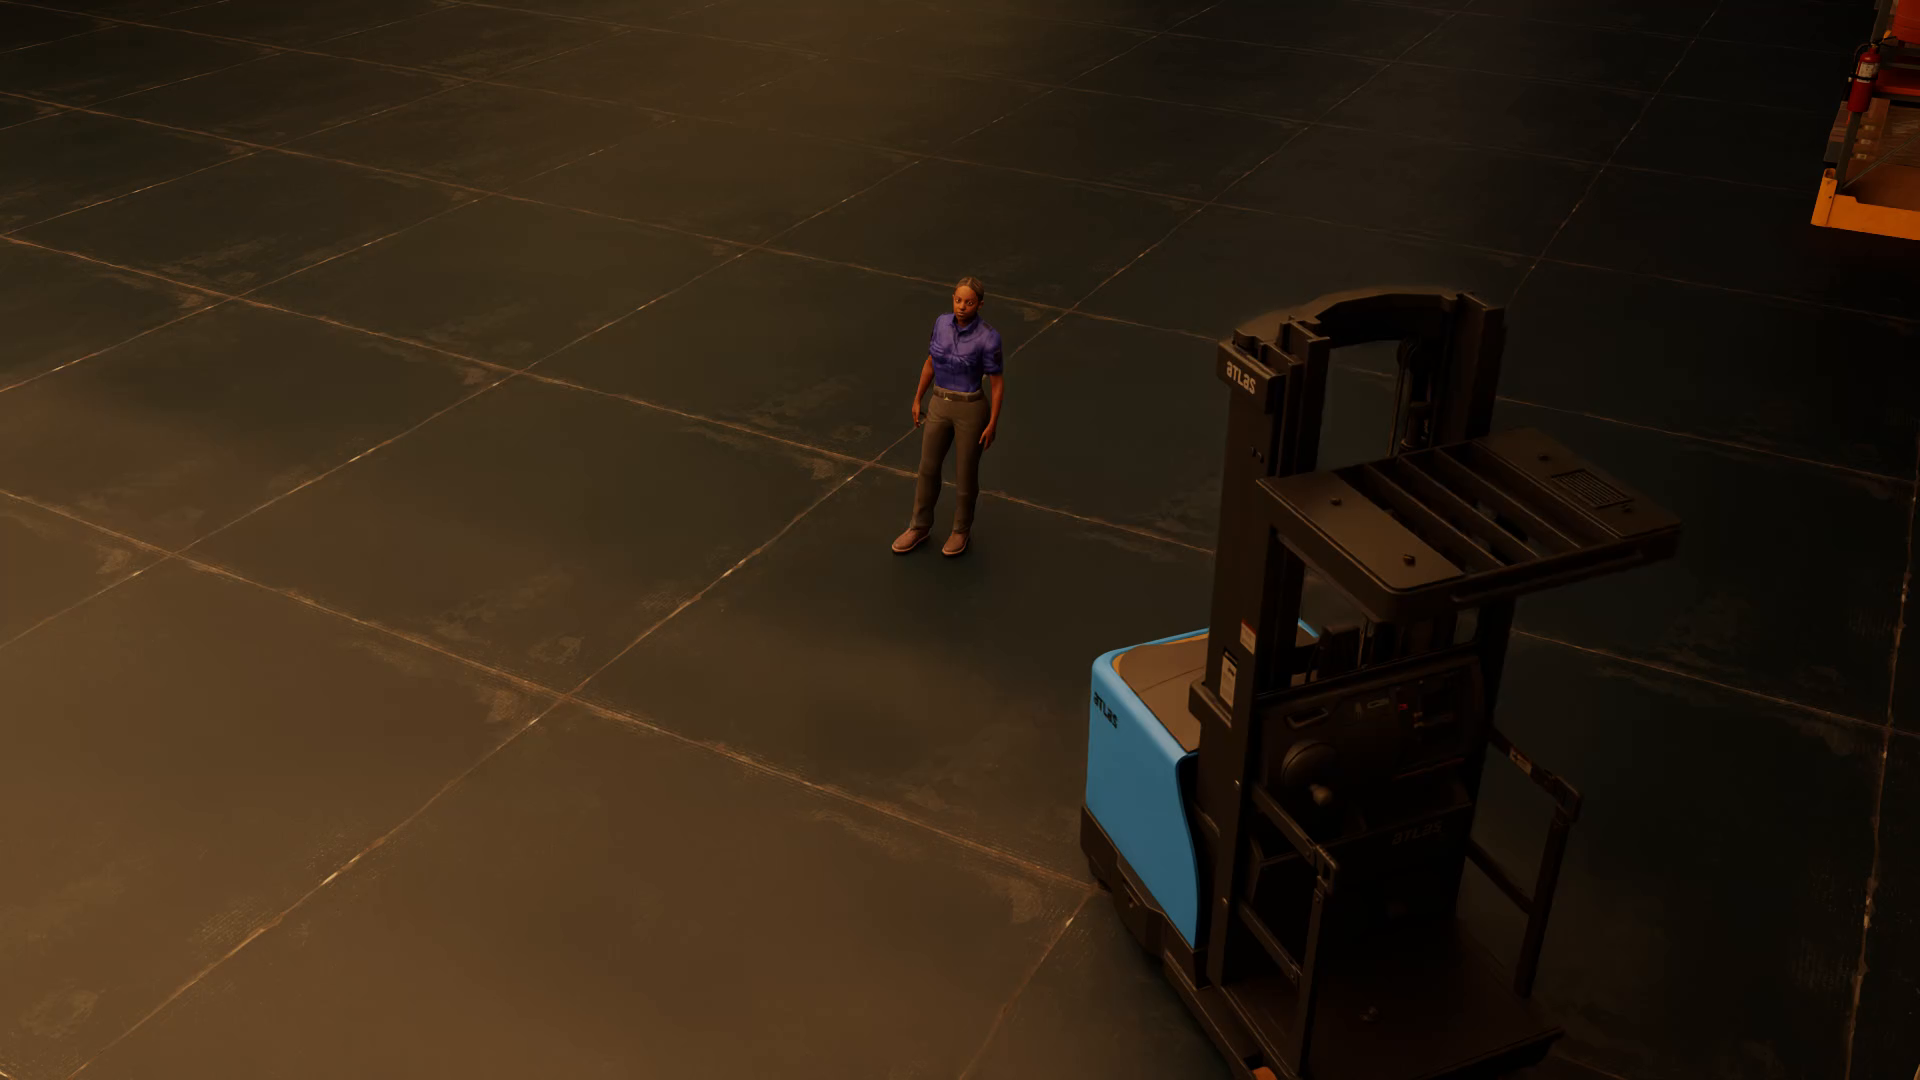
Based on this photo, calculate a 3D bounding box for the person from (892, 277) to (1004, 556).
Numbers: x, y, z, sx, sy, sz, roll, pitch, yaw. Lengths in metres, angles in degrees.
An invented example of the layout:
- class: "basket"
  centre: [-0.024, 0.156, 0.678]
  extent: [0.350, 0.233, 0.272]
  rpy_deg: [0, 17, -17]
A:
- class: "person"
  centre: [-0.060, -0.689, 9.528]
  extent: [0.570, 1.654, 0.504]
  rpy_deg: [15, 33, 25]

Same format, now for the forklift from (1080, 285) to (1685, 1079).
- class: "forklift"
  centre: [1.569, 0.733, 5.801]
  extent: [1.130, 2.935, 3.031]
  rpy_deg: [-12, 32, -19]
